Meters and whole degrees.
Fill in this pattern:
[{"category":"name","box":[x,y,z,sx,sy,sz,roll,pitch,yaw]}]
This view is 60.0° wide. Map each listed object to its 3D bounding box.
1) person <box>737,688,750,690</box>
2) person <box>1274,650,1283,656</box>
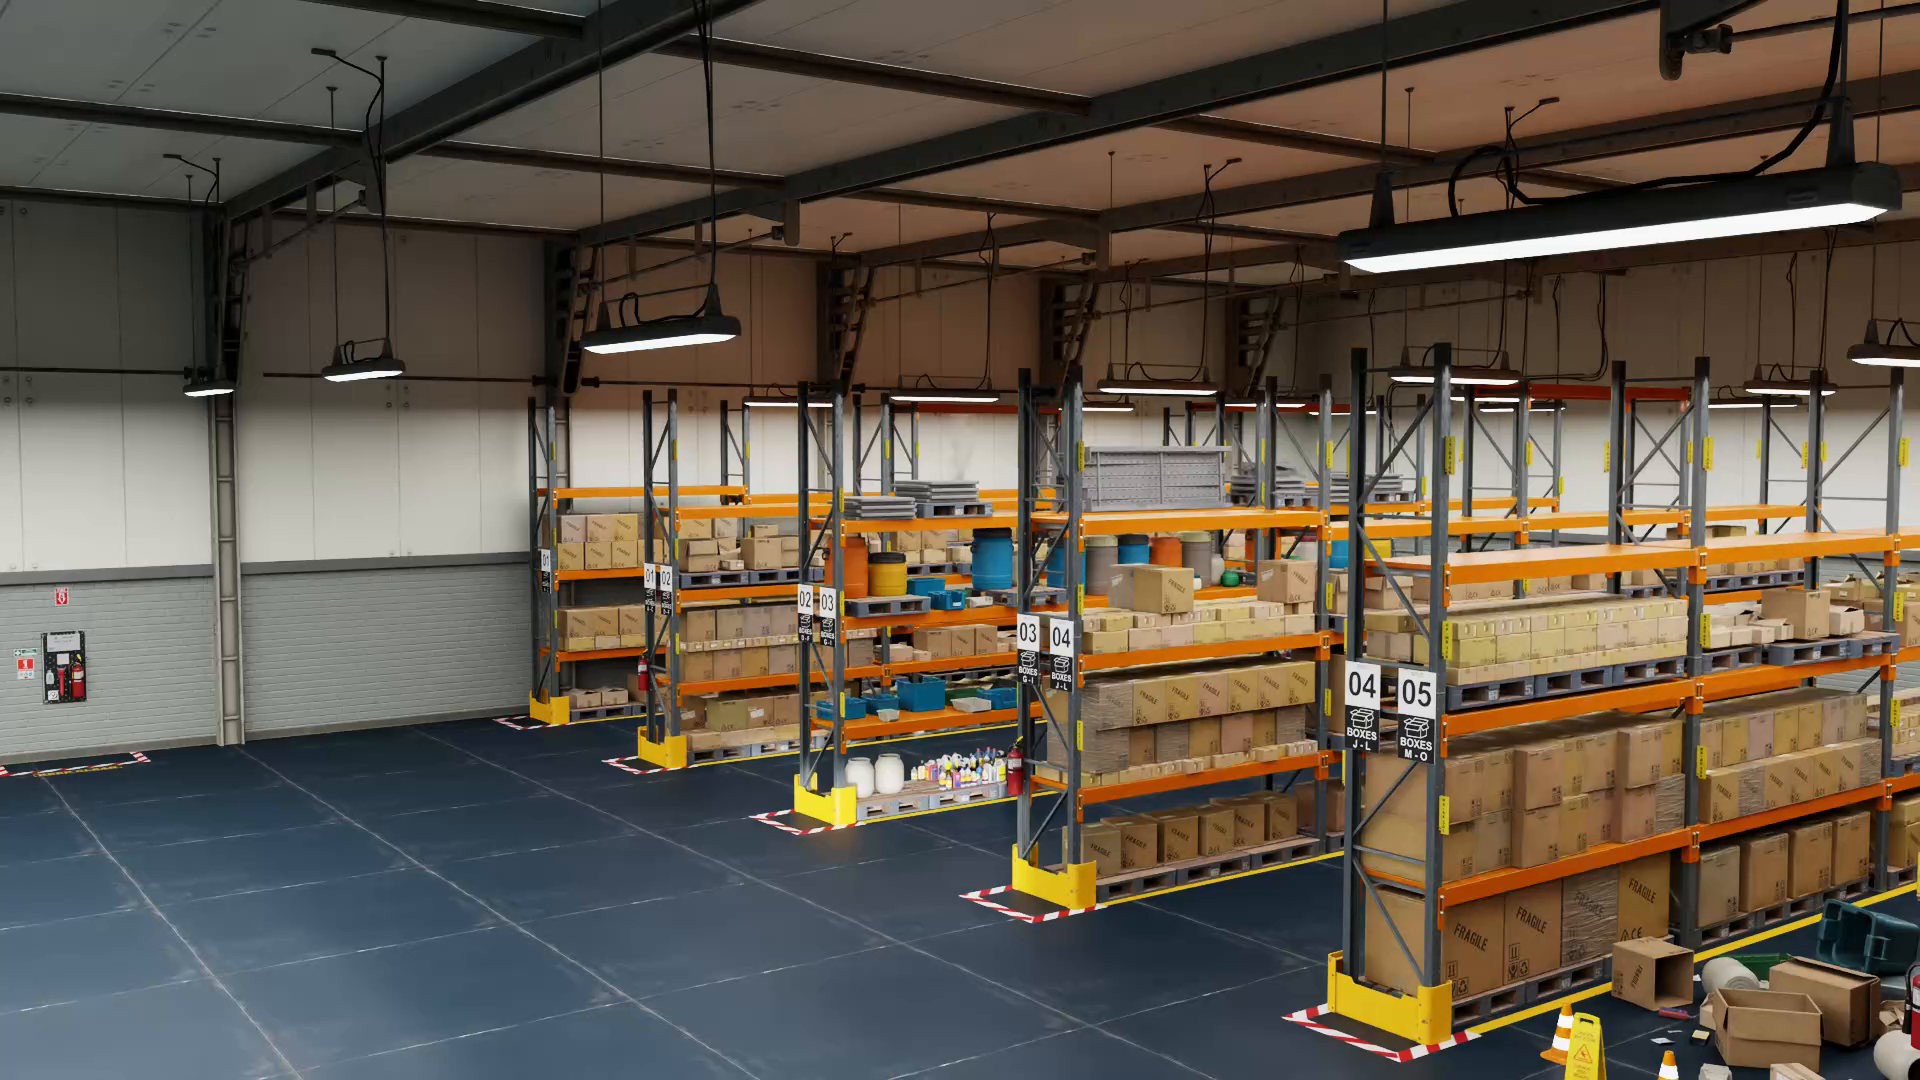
[{"category":"person","box":[-3.785,2.546,29.883,0.597,1.748,0.698,-3,4,-40]},{"category":"person","box":[5.709,2.557,30.479,0.901,1.633,0.593,-2,4,-34]}]
